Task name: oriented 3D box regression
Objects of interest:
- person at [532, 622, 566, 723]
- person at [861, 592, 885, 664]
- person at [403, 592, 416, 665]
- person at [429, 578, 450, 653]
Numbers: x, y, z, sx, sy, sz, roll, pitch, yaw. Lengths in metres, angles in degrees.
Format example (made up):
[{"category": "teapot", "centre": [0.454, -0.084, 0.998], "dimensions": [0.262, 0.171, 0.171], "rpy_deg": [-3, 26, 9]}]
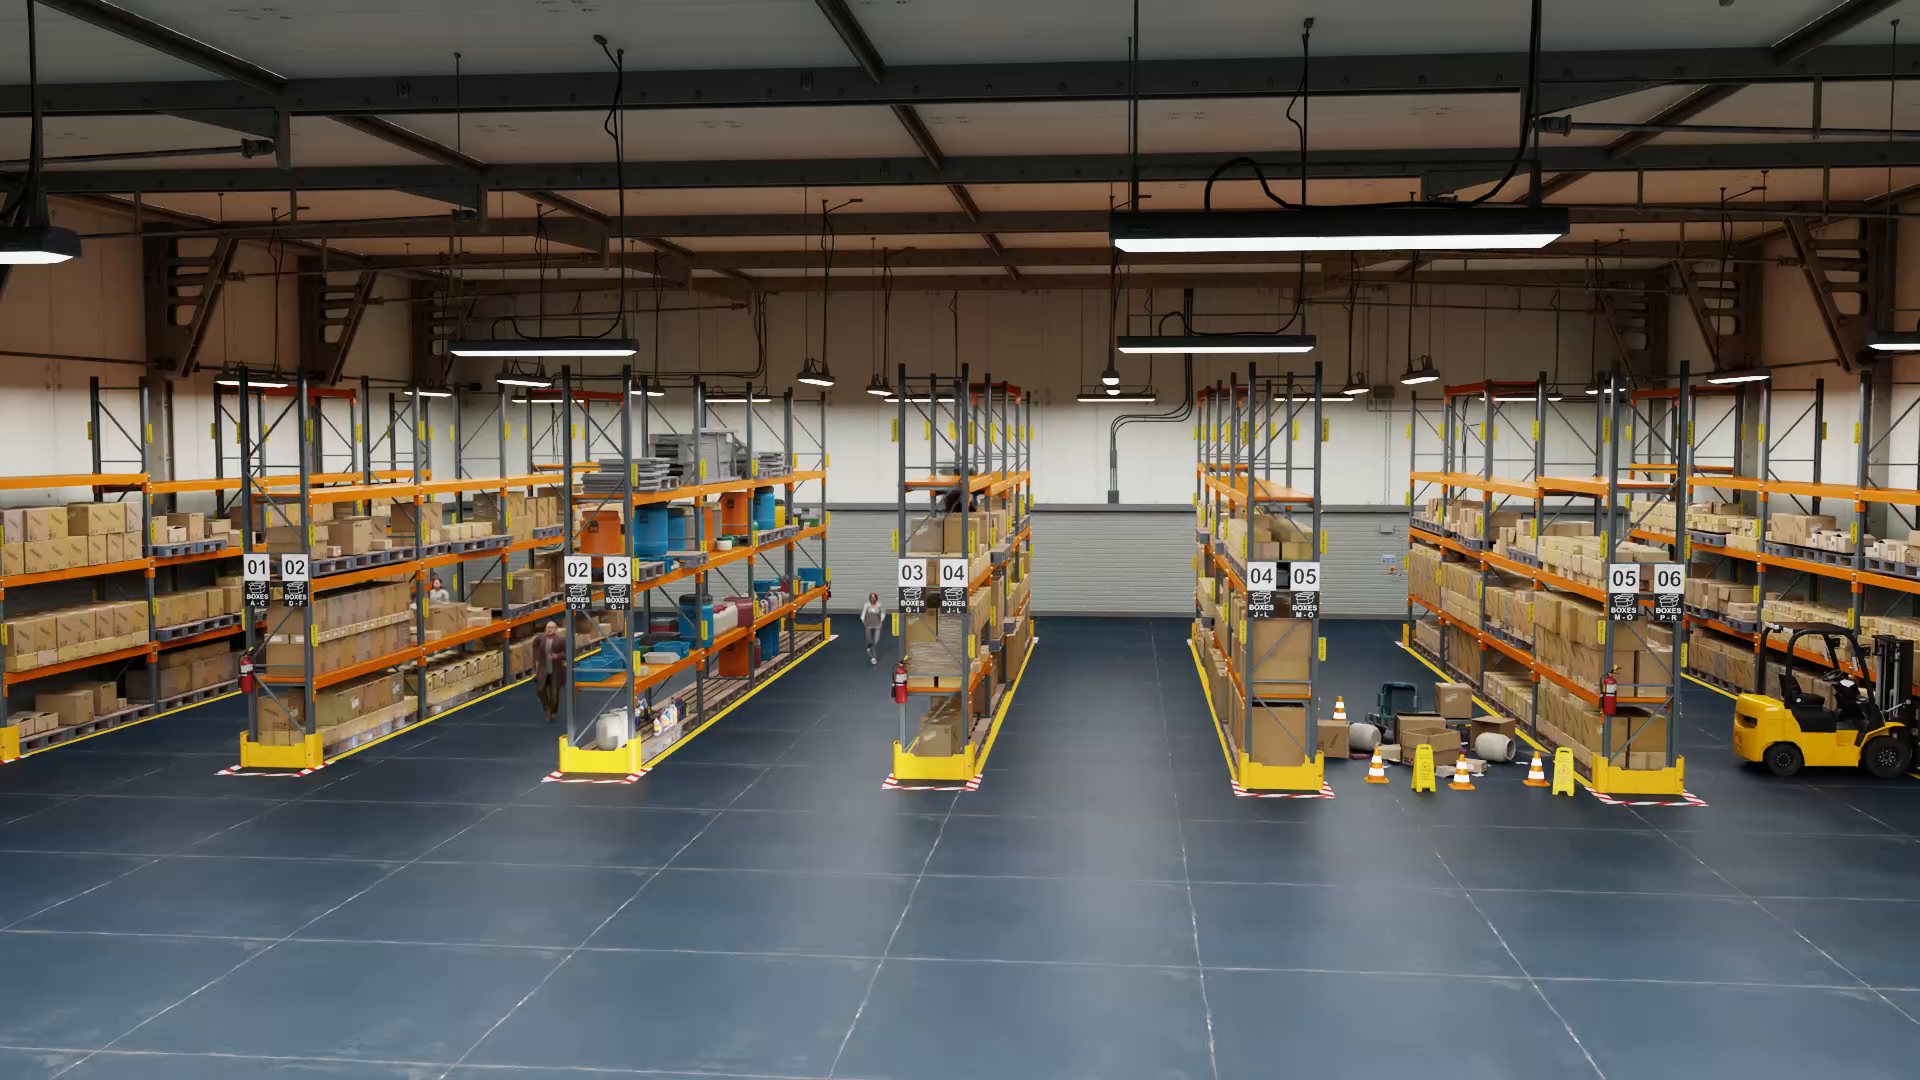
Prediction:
[{"category": "person", "centre": [-7.076, 2.282, 28.730], "dimensions": [0.691, 1.763, 0.799], "rpy_deg": [0, 4, -2]}, {"category": "person", "centre": [-1.900, 1.905, 36.322], "dimensions": [0.522, 1.554, 0.598], "rpy_deg": [0, 4, -7]}, {"category": "person", "centre": [-11.414, 1.911, 34.627], "dimensions": [0.610, 1.694, 0.860], "rpy_deg": [1, 4, 9]}, {"category": "person", "centre": [-11.918, 1.695, 38.050], "dimensions": [0.561, 1.660, 0.969], "rpy_deg": [0, 4, 1]}]
